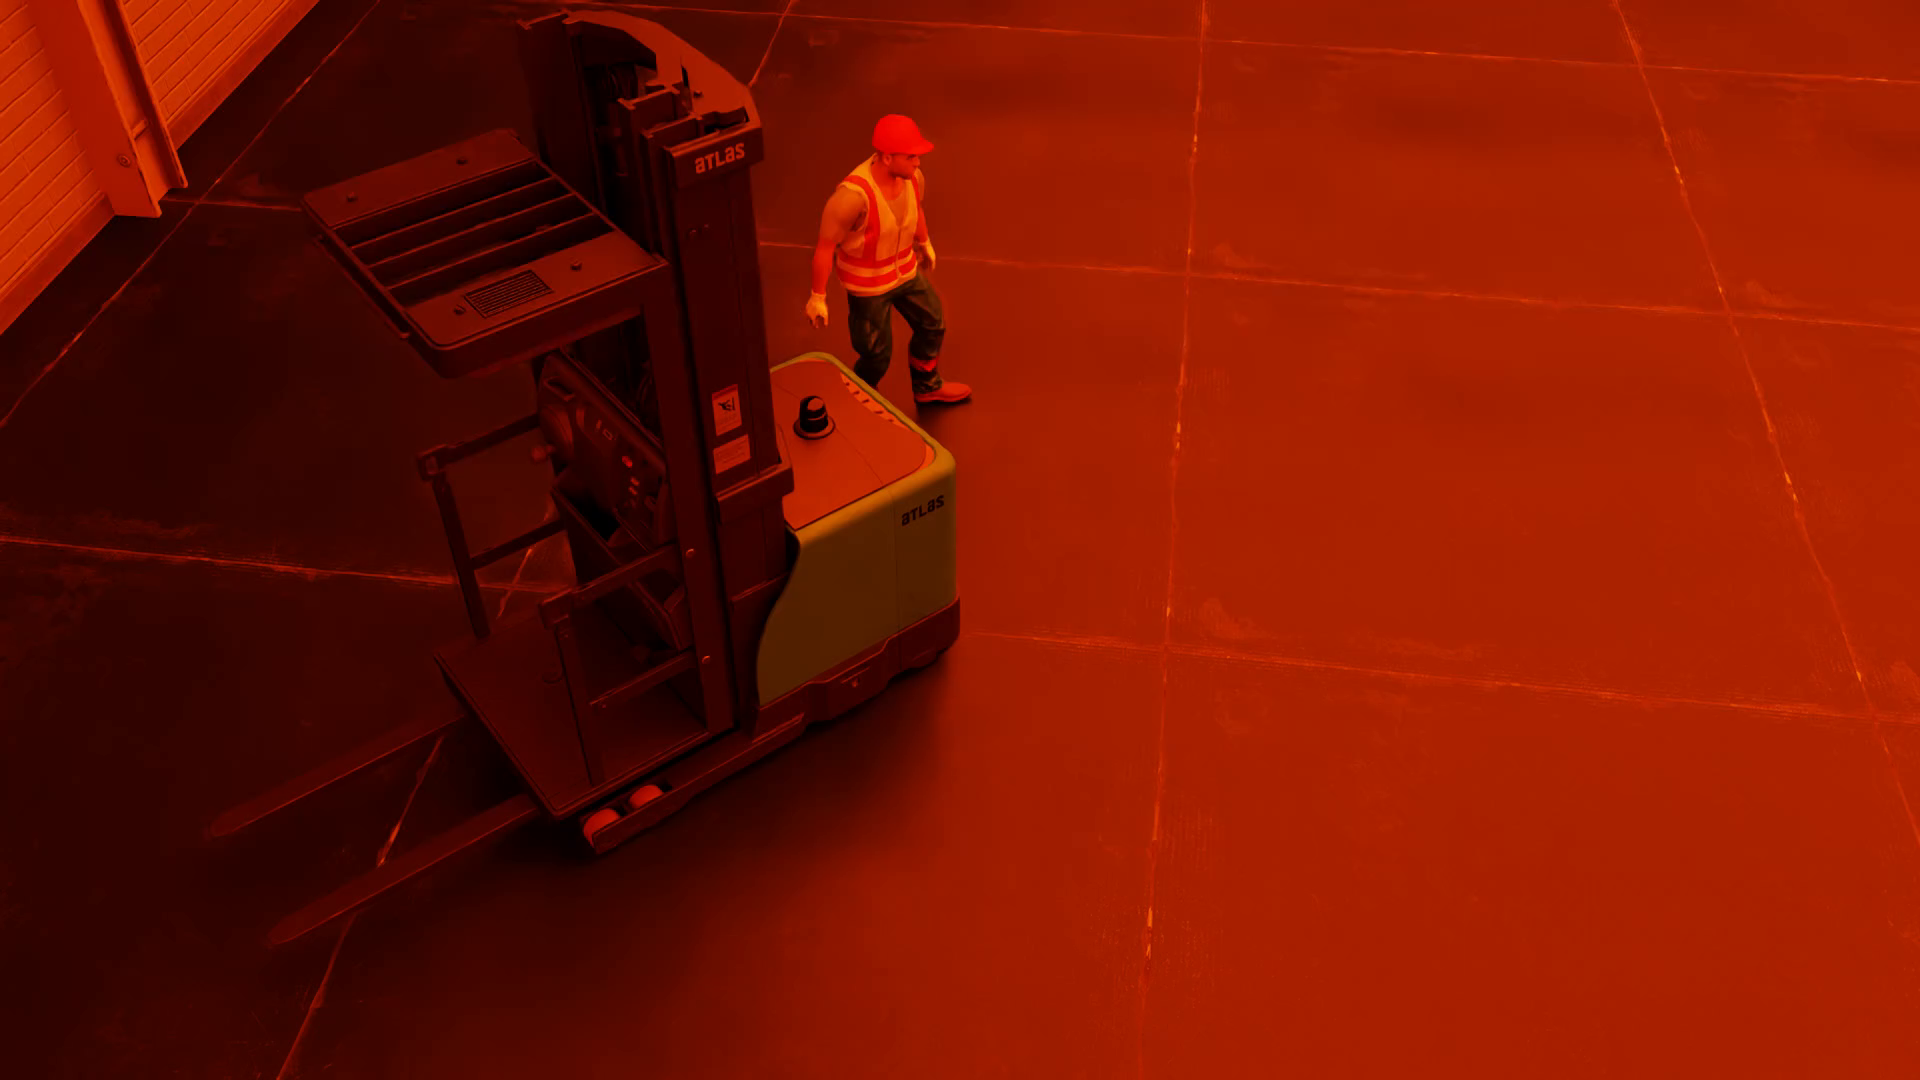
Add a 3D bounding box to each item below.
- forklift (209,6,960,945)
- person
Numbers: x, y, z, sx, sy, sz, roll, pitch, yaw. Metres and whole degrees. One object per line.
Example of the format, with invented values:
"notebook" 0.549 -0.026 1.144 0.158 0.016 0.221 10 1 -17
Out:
"forklift" -1.476 -0.264 6.012 3.031 2.935 1.130 -28 49 -27
"person" -0.331 -1.244 7.957 0.437 1.749 0.868 32 51 30
